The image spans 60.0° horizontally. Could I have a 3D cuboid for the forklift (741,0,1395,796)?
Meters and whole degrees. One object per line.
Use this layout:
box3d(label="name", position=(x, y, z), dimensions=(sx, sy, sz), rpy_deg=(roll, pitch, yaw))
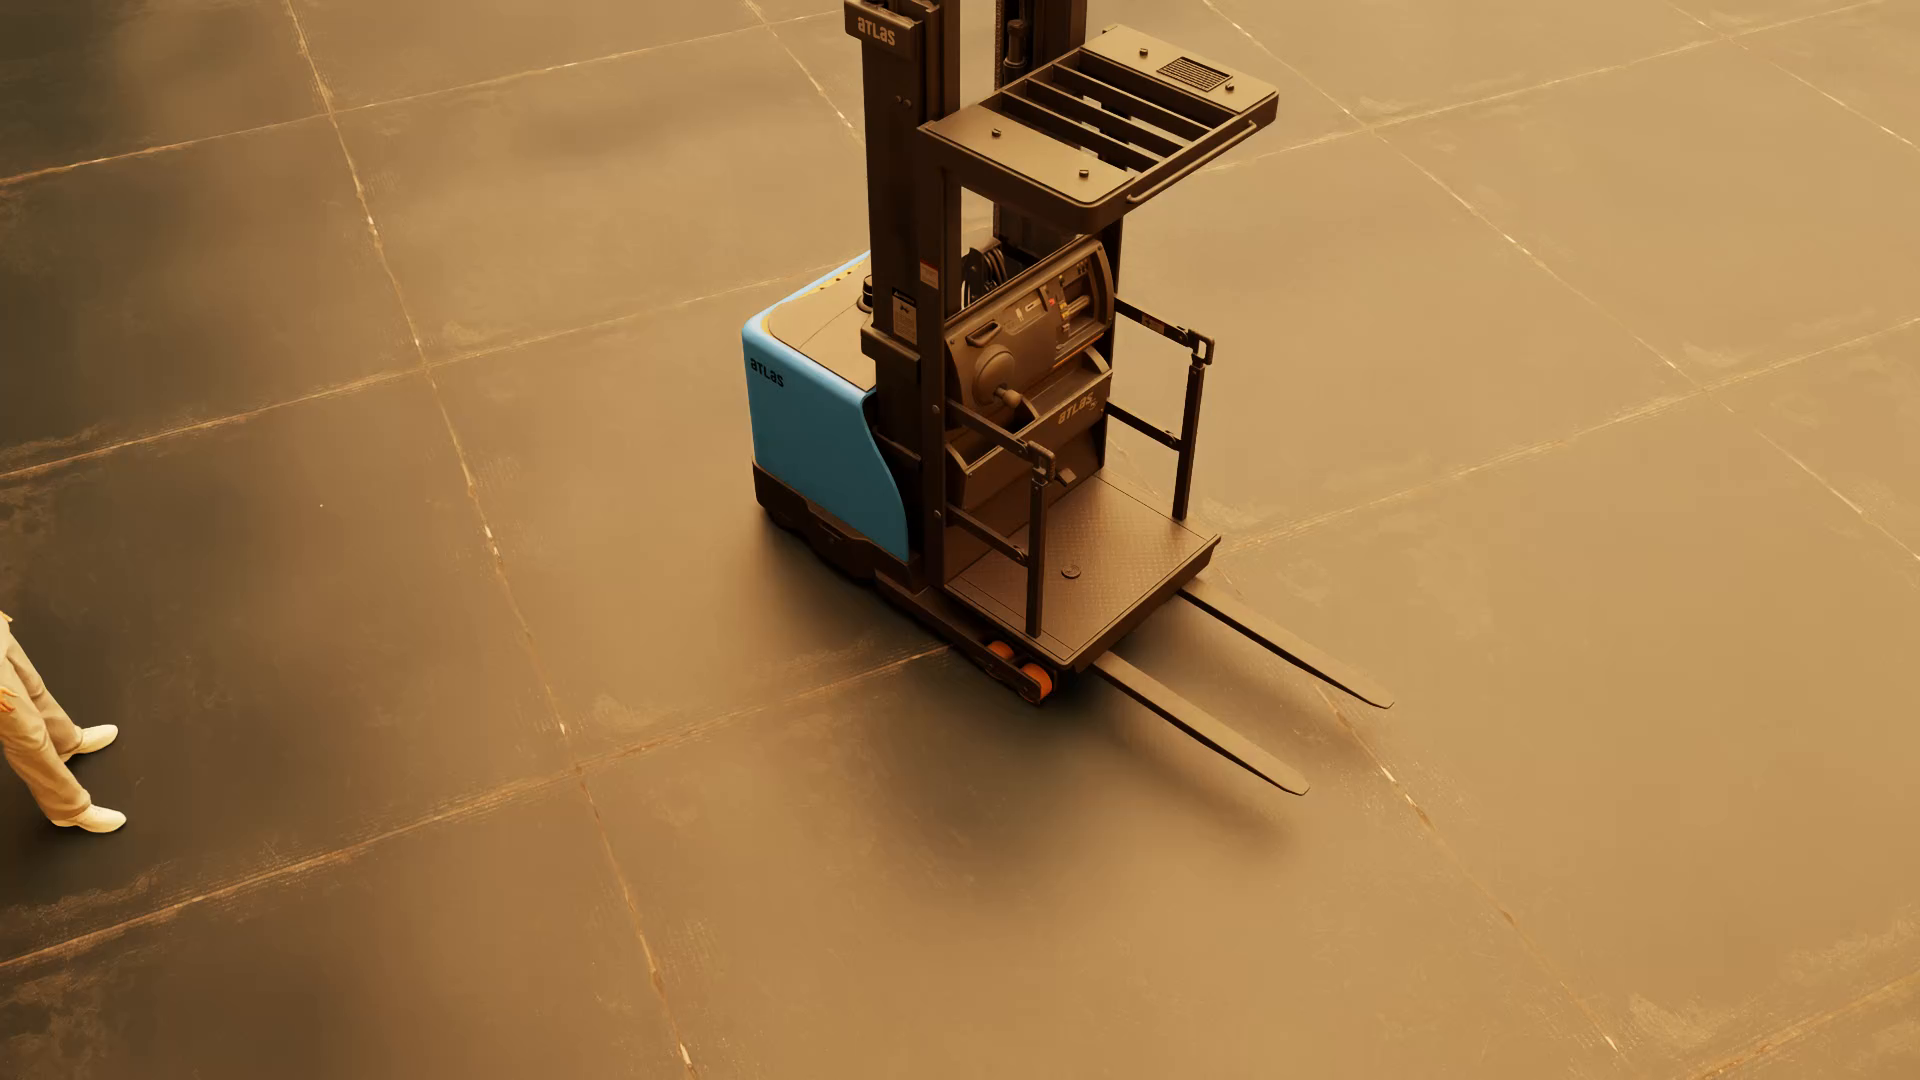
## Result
box3d(label="forklift", position=(0.445, -0.788, 6.525), dimensions=(3.031, 2.935, 1.130), rpy_deg=(32, 52, 30))

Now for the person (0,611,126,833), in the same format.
box3d(label="person", position=(-3.582, 0.399, 6.175), dimensions=(0.399, 1.680, 0.571), rpy_deg=(-13, 45, -14))
